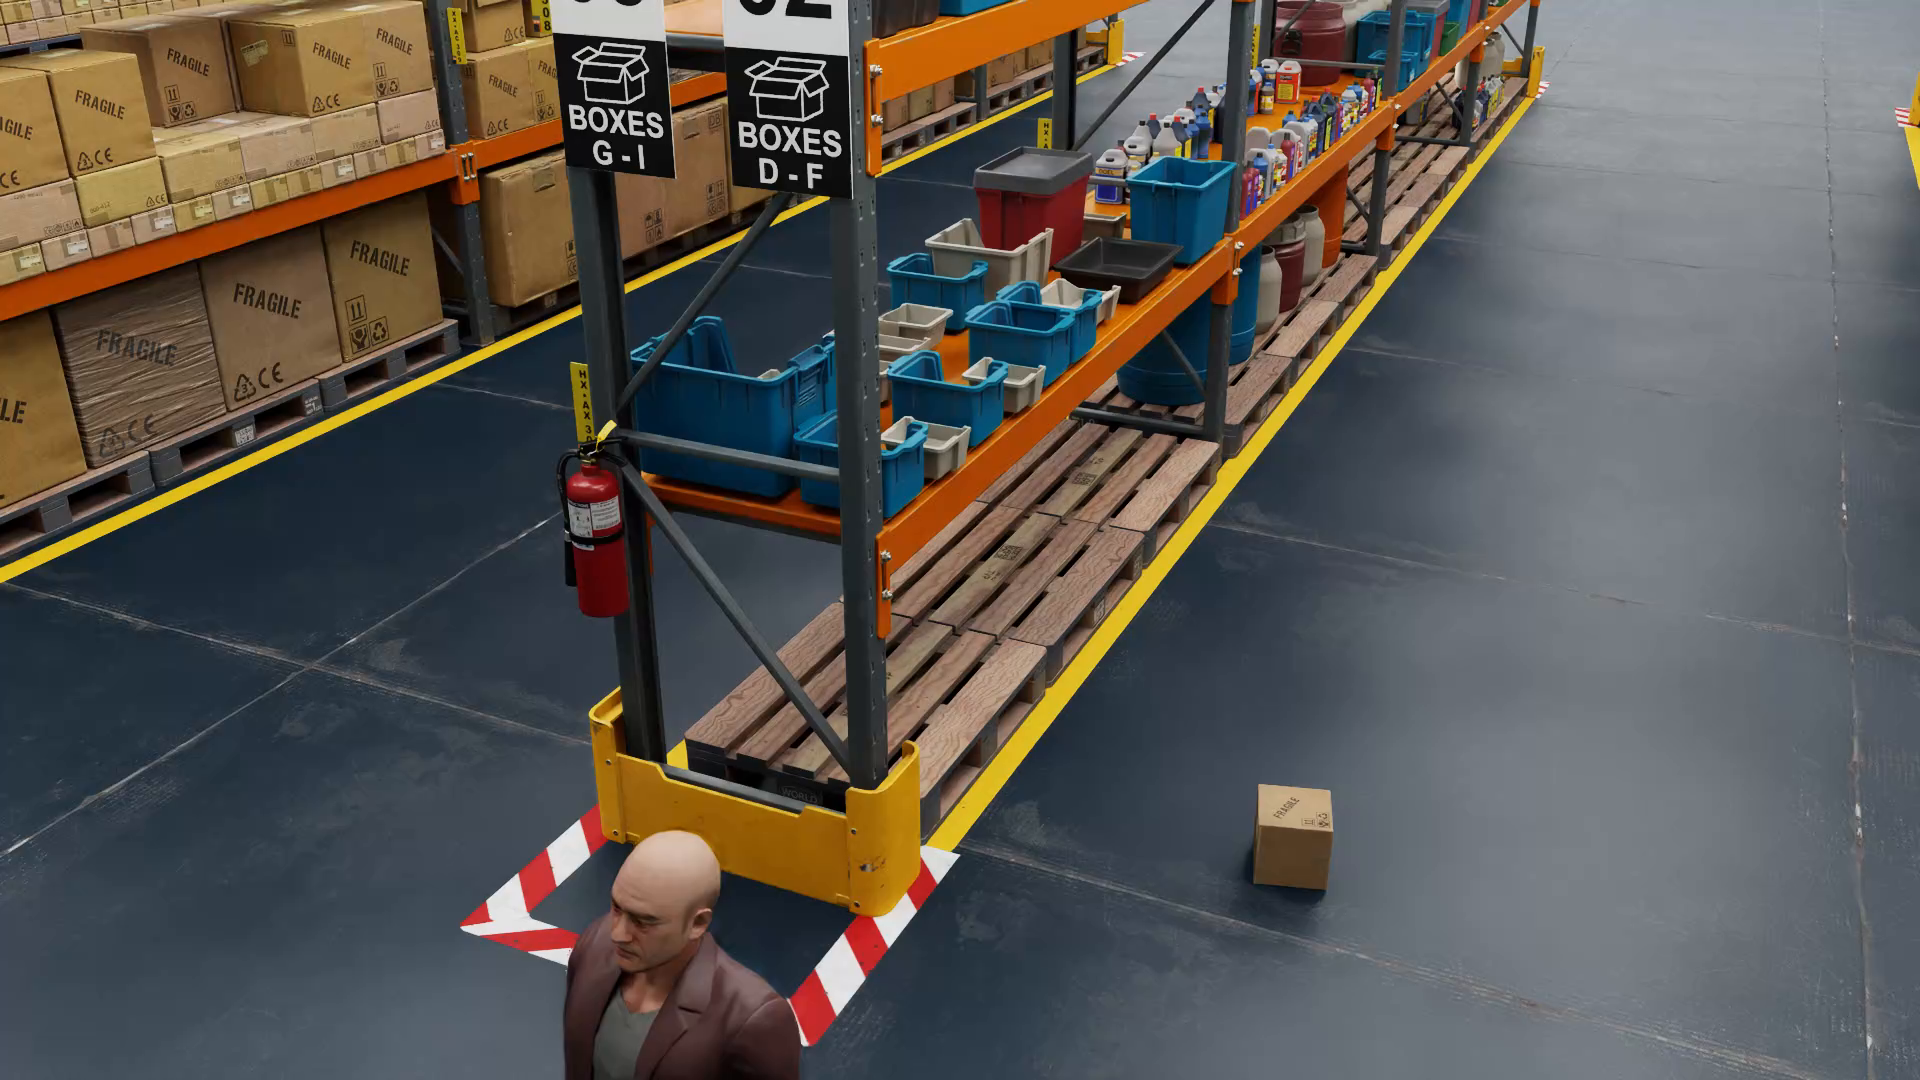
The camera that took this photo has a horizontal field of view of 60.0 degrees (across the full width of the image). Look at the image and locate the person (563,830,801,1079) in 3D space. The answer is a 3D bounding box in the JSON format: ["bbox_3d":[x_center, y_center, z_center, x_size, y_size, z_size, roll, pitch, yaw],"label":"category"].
[{"bbox_3d":[-0.558,1.330,3.384,0.563,1.756,0.778,18,31,32],"label":"person"}]
